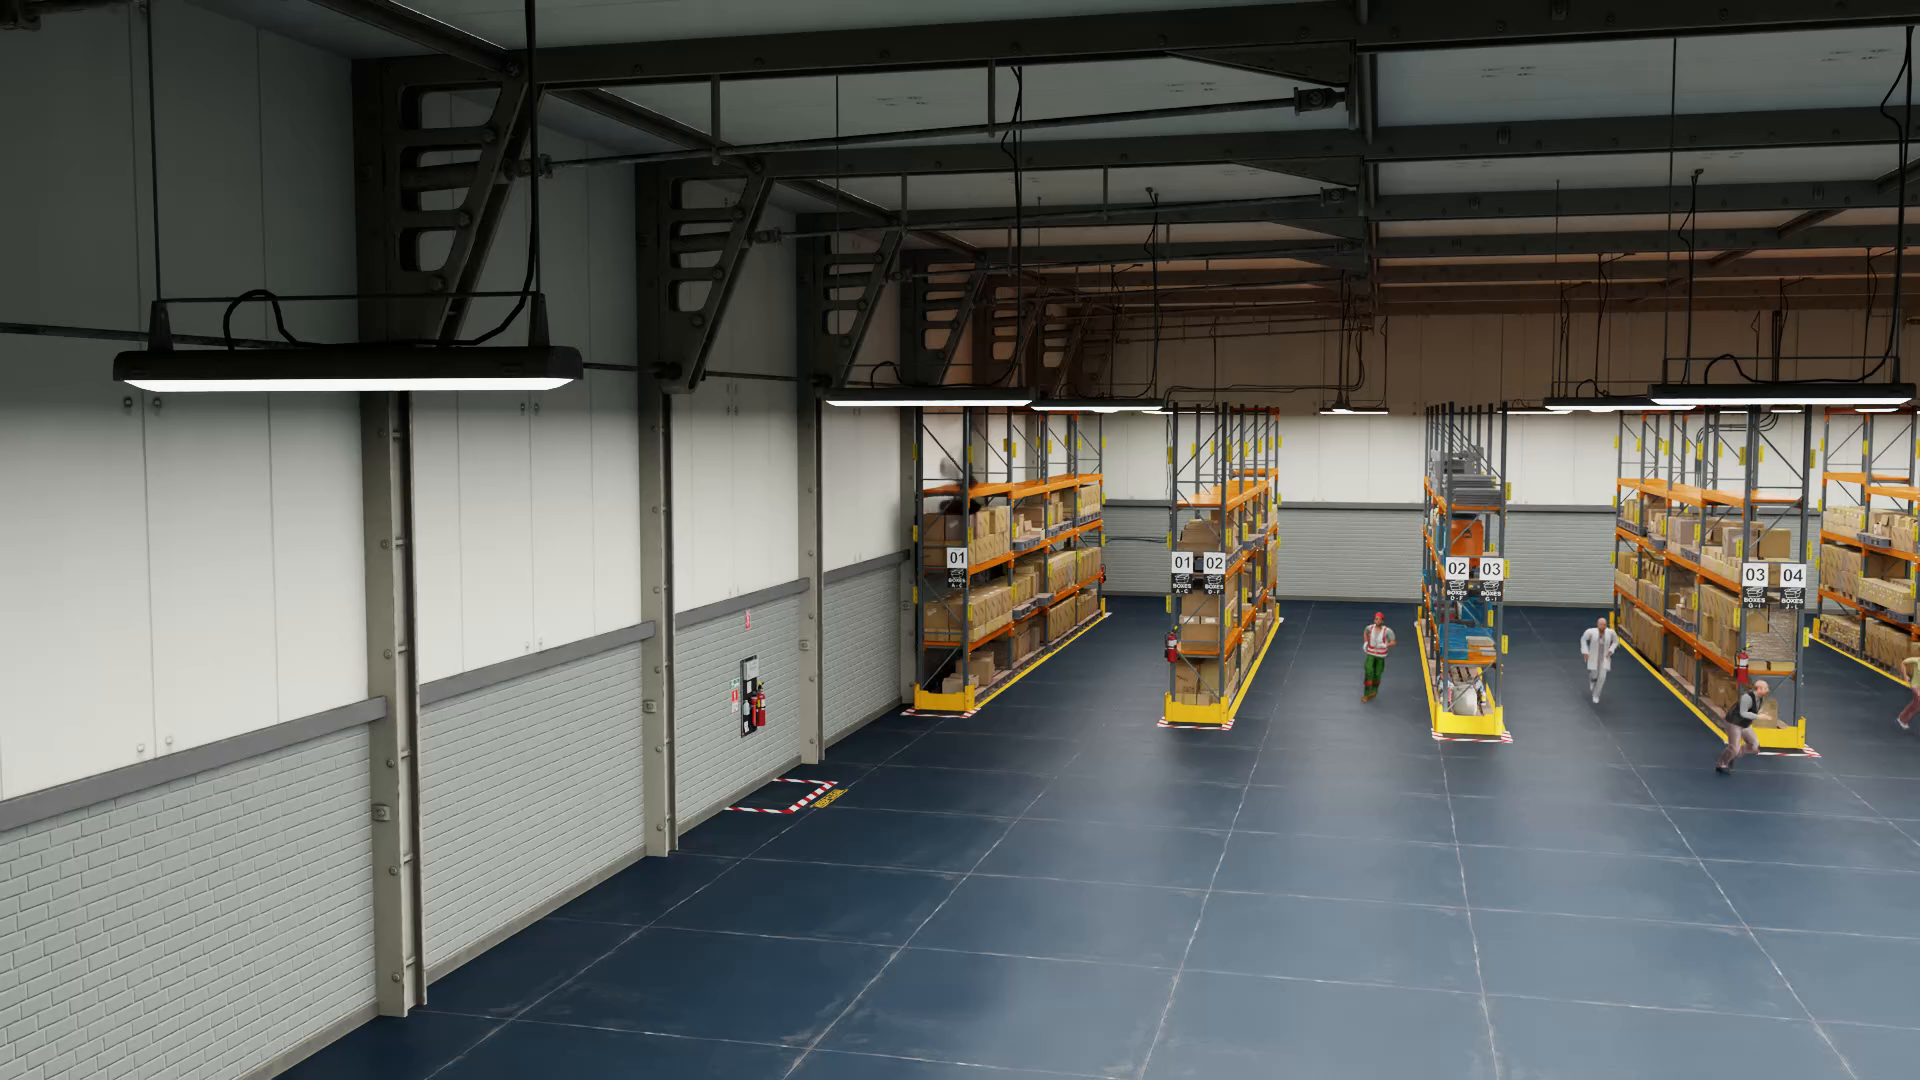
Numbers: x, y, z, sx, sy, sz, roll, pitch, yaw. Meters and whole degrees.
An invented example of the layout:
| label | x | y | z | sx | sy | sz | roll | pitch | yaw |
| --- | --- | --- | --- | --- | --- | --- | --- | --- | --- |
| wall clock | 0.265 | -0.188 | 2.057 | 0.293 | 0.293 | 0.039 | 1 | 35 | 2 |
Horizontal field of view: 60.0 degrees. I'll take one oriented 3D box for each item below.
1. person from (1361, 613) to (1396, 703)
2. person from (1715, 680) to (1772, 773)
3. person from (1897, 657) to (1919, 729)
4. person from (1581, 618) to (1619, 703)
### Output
| label | x | y | z | sx | sy | sz | roll | pitch | yaw |
| --- | --- | --- | --- | --- | --- | --- | --- | --- | --- |
| person | 8.453 | 2.363 | 33.526 | 0.648 | 1.832 | 0.769 | 2 | 5 | 21 |
| person | 12.552 | 2.978 | 26.562 | 0.687 | 1.552 | 0.886 | -4 | 6 | -41 |
| person | 17.239 | 2.699 | 29.929 | 0.576 | 1.674 | 0.950 | -1 | 4 | -9 |
| person | 12.912 | 2.408 | 33.624 | 0.707 | 1.719 | 0.822 | 1 | 4 | 9 |
